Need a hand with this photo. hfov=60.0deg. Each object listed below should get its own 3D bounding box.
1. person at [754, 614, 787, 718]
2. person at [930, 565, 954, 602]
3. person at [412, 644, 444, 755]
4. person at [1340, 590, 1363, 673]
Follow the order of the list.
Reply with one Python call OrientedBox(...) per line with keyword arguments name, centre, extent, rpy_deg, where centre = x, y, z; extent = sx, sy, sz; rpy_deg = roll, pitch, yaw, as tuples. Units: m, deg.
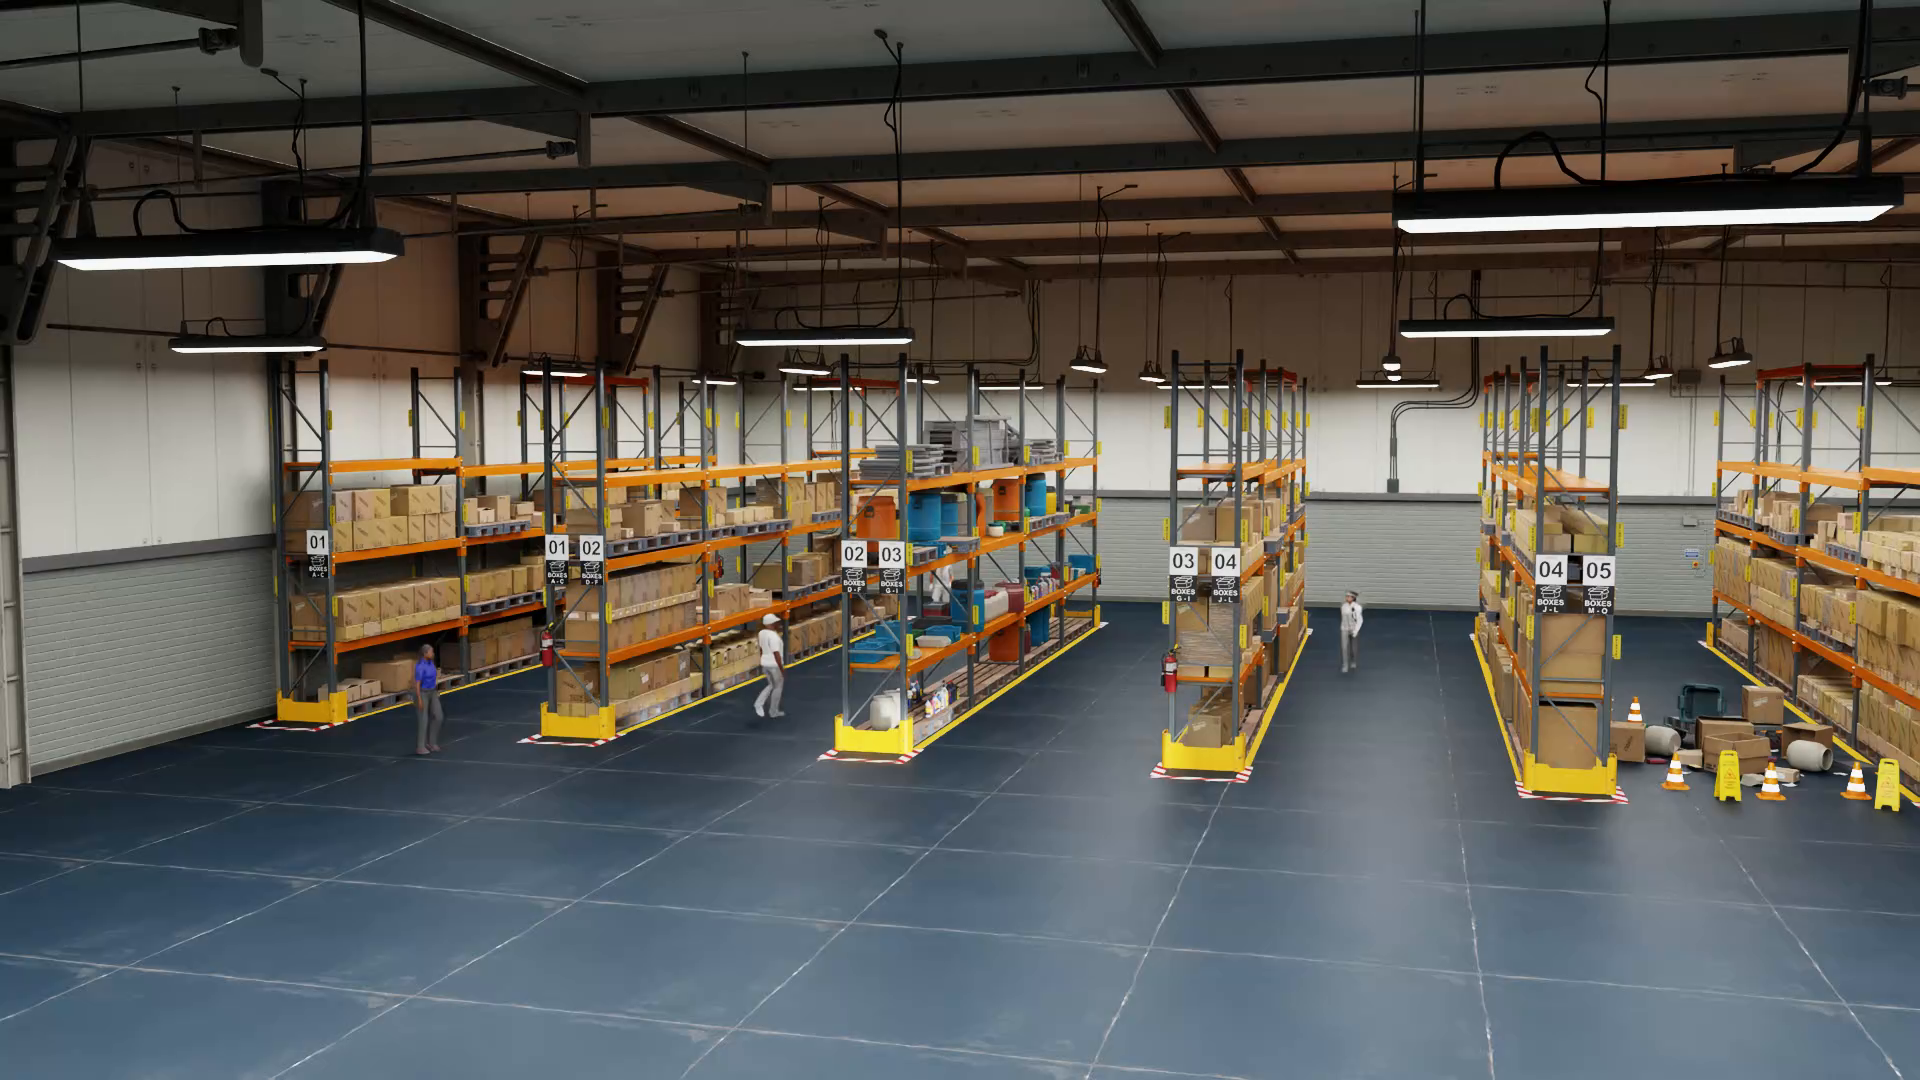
OrientedBox(name="person", centre=(-3.176, 2.100, 27.846), extent=(0.543, 1.745, 0.581), rpy_deg=(-4, 5, -41))
OrientedBox(name="person", centre=(-0.461, 1.218, 41.017), extent=(0.661, 1.809, 0.877), rpy_deg=(1, 4, 13))
OrientedBox(name="person", centre=(-8.059, 2.408, 25.059), extent=(0.353, 1.703, 0.567), rpy_deg=(2, 4, 21))
OrientedBox(name="person", centre=(7.768, 1.801, 33.018), extent=(0.435, 1.632, 0.995), rpy_deg=(1, 4, 14))
